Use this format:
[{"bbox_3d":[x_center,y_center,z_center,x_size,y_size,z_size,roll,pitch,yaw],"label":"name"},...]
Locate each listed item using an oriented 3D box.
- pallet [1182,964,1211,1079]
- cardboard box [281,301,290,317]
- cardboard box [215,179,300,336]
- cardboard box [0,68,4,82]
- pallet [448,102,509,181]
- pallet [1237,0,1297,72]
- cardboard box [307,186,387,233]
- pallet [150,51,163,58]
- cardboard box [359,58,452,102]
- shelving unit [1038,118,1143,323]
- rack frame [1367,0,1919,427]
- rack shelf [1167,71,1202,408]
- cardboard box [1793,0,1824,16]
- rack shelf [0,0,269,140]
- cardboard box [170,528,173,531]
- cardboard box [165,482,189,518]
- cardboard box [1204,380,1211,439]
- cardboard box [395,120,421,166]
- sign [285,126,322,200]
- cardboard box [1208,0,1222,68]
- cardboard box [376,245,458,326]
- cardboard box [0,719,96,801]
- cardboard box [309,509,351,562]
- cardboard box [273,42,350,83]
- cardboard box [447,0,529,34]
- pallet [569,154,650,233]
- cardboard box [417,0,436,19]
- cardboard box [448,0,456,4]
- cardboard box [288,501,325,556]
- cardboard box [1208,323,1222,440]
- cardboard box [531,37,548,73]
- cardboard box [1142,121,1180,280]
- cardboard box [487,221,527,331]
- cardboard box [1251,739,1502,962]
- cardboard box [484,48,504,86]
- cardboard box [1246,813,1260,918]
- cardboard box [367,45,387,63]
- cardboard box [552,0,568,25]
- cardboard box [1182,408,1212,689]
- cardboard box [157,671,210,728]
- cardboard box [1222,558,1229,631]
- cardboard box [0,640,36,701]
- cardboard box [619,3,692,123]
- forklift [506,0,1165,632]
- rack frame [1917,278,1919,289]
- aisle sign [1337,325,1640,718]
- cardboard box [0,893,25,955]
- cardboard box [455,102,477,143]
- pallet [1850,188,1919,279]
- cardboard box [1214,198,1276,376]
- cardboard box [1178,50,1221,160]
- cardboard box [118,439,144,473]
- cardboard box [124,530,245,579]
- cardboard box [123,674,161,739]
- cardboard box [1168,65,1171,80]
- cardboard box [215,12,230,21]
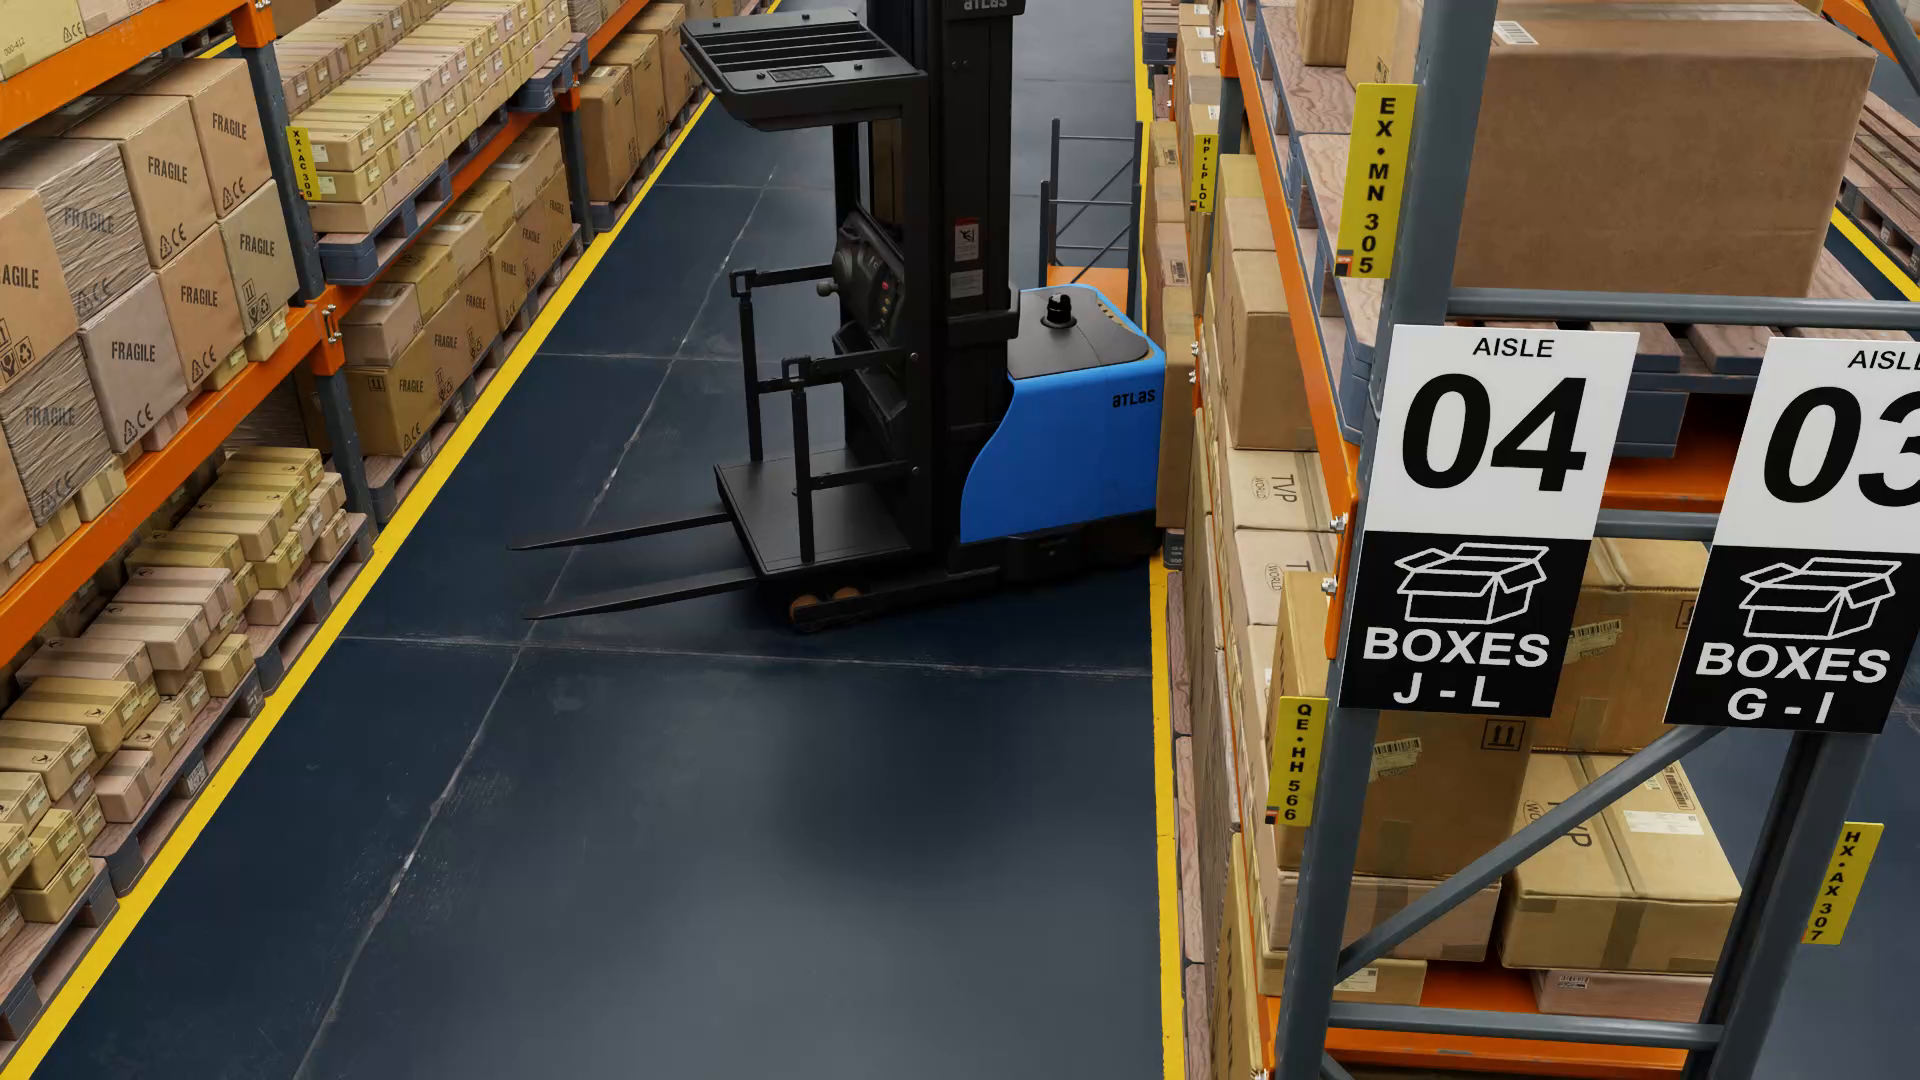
[{"bbox_3d":[1.203,1.837,5.067,1.003,0.211,1.213,2,32,4],"label":"pallet"},{"bbox_3d":[-3.183,-1.018,7.283,0.380,0.149,0.250,2,32,3],"label":"cardboard box"},{"bbox_3d":[-3.151,-1.189,6.941,0.500,0.500,0.500,3,32,4],"label":"cardboard box"},{"bbox_3d":[-3.299,-1.444,5.019,0.500,0.250,0.500,2,32,4],"label":"cardboard box"},{"bbox_3d":[-3.188,-2.258,9.237,1.003,0.211,1.213,2,32,4],"label":"pallet"},{"bbox_3d":[1.465,-1.832,5.589,1.003,0.211,1.213,2,32,4],"label":"pallet"},{"bbox_3d":[-2.903,-1.543,7.733,0.380,0.149,0.250,1,32,2],"label":"cardboard box"},{"bbox_3d":[-7.746,-4.032,14.592,1.003,0.211,1.213,2,32,4],"label":"pallet"},{"bbox_3d":[-2.820,-2.340,8.461,0.380,0.149,0.250,2,32,4],"label":"cardboard box"},{"bbox_3d":[0.704,-1.397,9.088,0.587,1.500,1.083,3,32,5],"label":"shelving unit"},{"bbox_3d":[1.216,-1.482,2.078,1.000,3.000,0.127,2,32,4],"label":"rack frame"},{"bbox_3d":[1.705,-1.759,8.932,1.077,0.370,4.000,2,32,4],"label":"rack shelf"},{"bbox_3d":[1.371,-1.032,3.616,0.700,0.500,0.500,1,32,2],"label":"cardboard box"},{"bbox_3d":[-3.556,-1.210,5.180,1.077,0.370,4.000,2,32,4],"label":"rack shelf"},{"bbox_3d":[-3.657,0.065,7.320,0.380,0.149,0.250,2,32,4],"label":"cardboard box"},{"bbox_3d":[-3.709,-0.190,7.450,0.380,0.149,0.250,4,32,6],"label":"cardboard box"},{"bbox_3d":[1.144,-0.497,6.437,0.380,0.149,0.250,3,32,6],"label":"cardboard box"},{"bbox_3d":[-2.863,-1.940,8.095,0.380,0.149,0.250,3,32,5],"label":"cardboard box"},{"bbox_3d":[-2.852,-1.634,7.217,0.100,0.325,0.005,2,32,4],"label":"sign"},{"bbox_3d":[1.736,-2.859,8.978,0.797,0.503,0.637,3,32,5],"label":"cardboard box"},{"bbox_3d":[-3.029,-1.372,8.885,0.500,0.250,0.500,3,32,5],"label":"cardboard box"},{"bbox_3d":[-3.317,0.776,5.882,0.380,0.149,0.250,4,32,6],"label":"cardboard box"},{"bbox_3d":[-3.086,-0.030,7.757,0.380,0.149,0.250,3,32,5],"label":"cardboard box"},{"bbox_3d":[-3.448,-2.509,8.735,0.380,0.149,0.250,1,32,2],"label":"cardboard box"},{"bbox_3d":[-2.713,-3.017,9.559,0.380,0.149,0.250,3,32,5],"label":"cardboard box"},{"bbox_3d":[-2.928,-2.598,12.265,1.003,0.211,1.213,2,32,4],"label":"pallet"},{"bbox_3d":[-3.342,-3.199,9.854,0.380,0.149,0.250,2,32,4],"label":"cardboard box"},{"bbox_3d":[-3.307,-3.331,10.351,0.380,0.149,0.250,4,32,6],"label":"cardboard box"},{"bbox_3d":[-3.112,-0.056,7.515,0.380,0.149,0.250,1,32,2],"label":"cardboard box"},{"bbox_3d":[1.197,-0.588,6.205,0.500,0.250,0.500,2,32,4],"label":"cardboard box"},{"bbox_3d":[-2.692,-2.906,9.946,0.380,0.149,0.250,3,32,5],"label":"cardboard box"},{"bbox_3d":[1.791,-2.026,10.303,1.225,0.875,0.875,1,32,2],"label":"cardboard box"},{"bbox_3d":[-2.933,-1.587,9.948,0.500,0.500,0.500,1,32,2],"label":"cardboard box"},{"bbox_3d":[0.991,0.744,4.043,0.500,0.250,0.500,2,32,3],"label":"cardboard box"},{"bbox_3d":[-2.757,-2.622,9.202,0.380,0.149,0.250,3,32,5],"label":"cardboard box"},{"bbox_3d":[0.937,0.842,4.263,0.380,0.149,0.250,3,32,4],"label":"cardboard box"},{"bbox_3d":[-3.410,-2.657,9.258,0.380,0.149,0.250,2,32,4],"label":"cardboard box"},{"bbox_3d":[-2.654,-3.297,10.296,0.380,0.149,0.250,3,32,5],"label":"cardboard box"},{"bbox_3d":[1.409,0.048,6.939,0.875,0.875,0.875,2,32,4],"label":"cardboard box"},{"bbox_3d":[-3.258,0.645,6.662,0.380,0.149,0.250,3,32,5],"label":"cardboard box"},{"bbox_3d":[1.042,0.179,5.340,0.380,0.149,0.250,3,32,5],"label":"cardboard box"},{"bbox_3d":[-3.781,0.484,6.355,0.380,0.149,0.250,3,32,4],"label":"cardboard box"},{"bbox_3d":[-2.785,-3.856,13.392,1.050,0.750,0.750,2,32,4],"label":"cardboard box"},{"bbox_3d":[-0.591,-1.140,7.306,3.031,2.935,1.130,-10,33,-16],"label":"forklift"},{"bbox_3d":[6.804,-2.900,10.097,1.000,3.000,0.127,2,32,4],"label":"rack frame"},{"bbox_3d":[0.911,-0.010,2.930,0.394,0.787,0.004,2,32,4],"label":"aisle sign"},{"bbox_3d":[-3.404,1.311,5.580,0.380,0.149,0.250,3,32,5],"label":"cardboard box"},{"bbox_3d":[-2.802,-2.226,8.842,0.380,0.149,0.250,2,32,3],"label":"cardboard box"},{"bbox_3d":[6.906,-2.116,11.483,1.003,0.211,1.213,2,32,4],"label":"pallet"},{"bbox_3d":[1.200,-0.905,6.004,0.500,0.500,0.500,2,32,4],"label":"cardboard box"},{"bbox_3d":[1.479,-2.374,9.147,0.500,0.500,0.500,2,32,3],"label":"cardboard box"},{"bbox_3d":[-3.289,-0.334,6.172,0.380,0.149,0.250,2,32,3],"label":"cardboard box"},{"bbox_3d":[-3.256,0.092,6.991,0.380,0.149,0.250,3,32,6],"label":"cardboard box"},{"bbox_3d":[-3.341,0.623,6.414,0.380,0.149,0.250,4,32,6],"label":"cardboard box"},{"bbox_3d":[2.122,-4.006,13.855,0.700,0.500,0.500,0,32,0],"label":"cardboard box"},{"bbox_3d":[-7.334,-5.211,16.068,0.500,0.250,0.500,4,32,7],"label":"cardboard box"}]
